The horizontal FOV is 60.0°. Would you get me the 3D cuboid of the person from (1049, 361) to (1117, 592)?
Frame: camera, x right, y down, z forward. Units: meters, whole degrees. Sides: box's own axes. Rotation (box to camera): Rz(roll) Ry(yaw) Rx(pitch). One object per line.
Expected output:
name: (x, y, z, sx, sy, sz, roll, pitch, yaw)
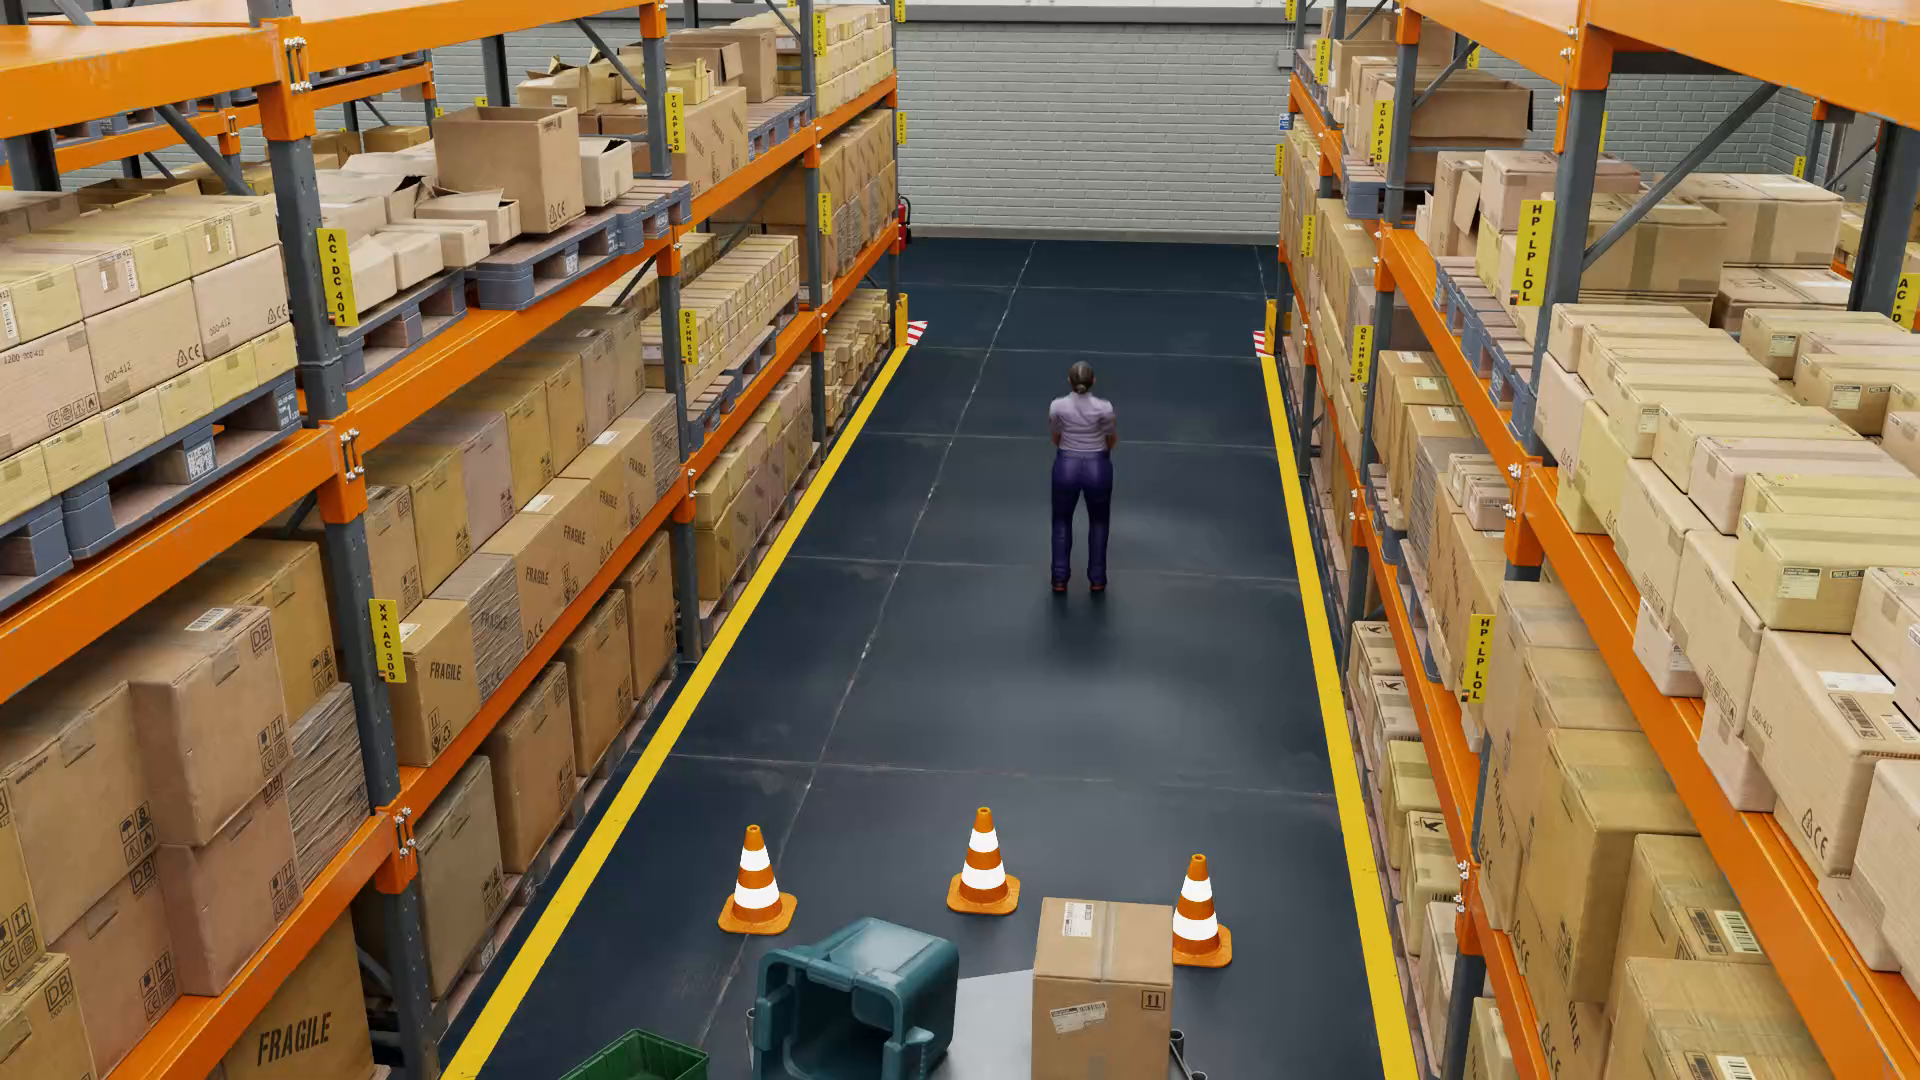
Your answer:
person: (0.831, -0.458, 11.295, 0.453, 1.637, 0.523, 3, 21, 7)
